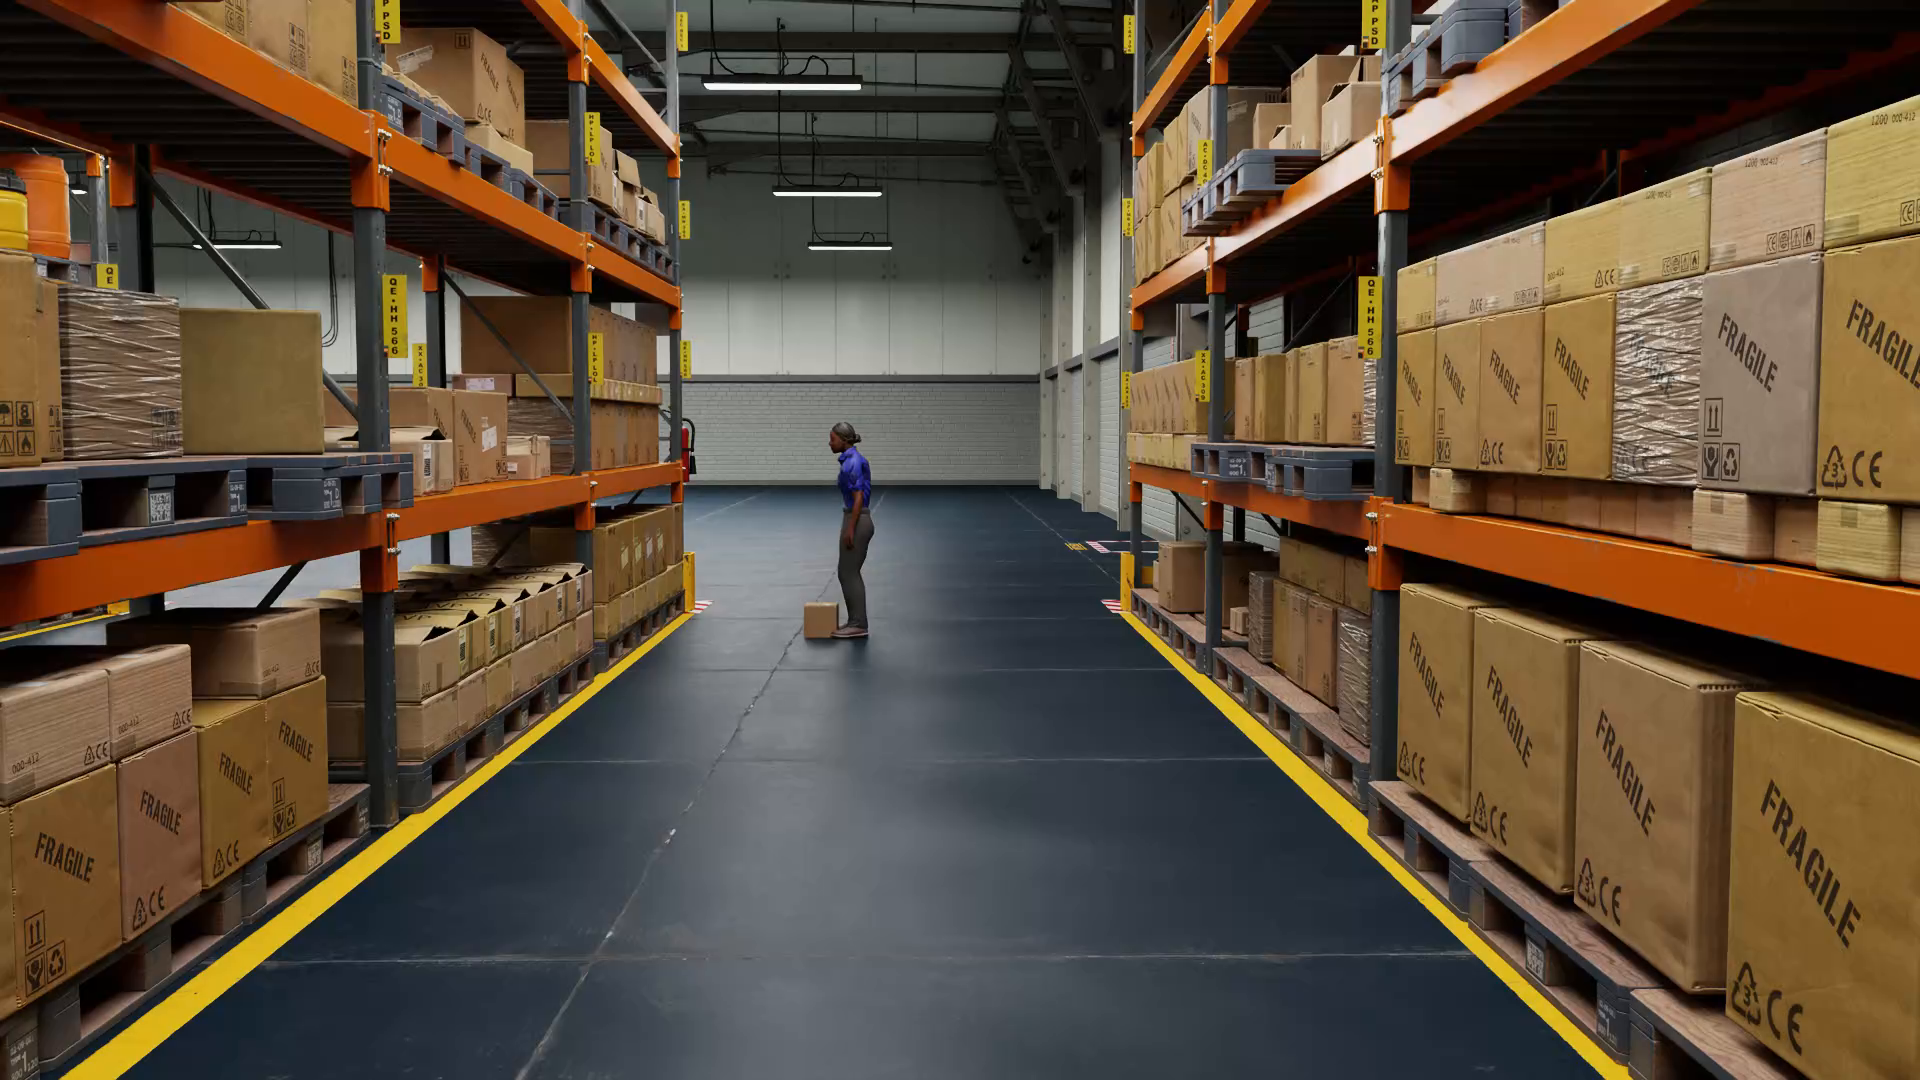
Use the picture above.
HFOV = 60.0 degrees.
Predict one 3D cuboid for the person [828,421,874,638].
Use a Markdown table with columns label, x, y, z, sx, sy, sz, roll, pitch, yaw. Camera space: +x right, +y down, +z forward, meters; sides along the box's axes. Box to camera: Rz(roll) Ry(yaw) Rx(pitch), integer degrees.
| label | x | y | z | sx | sy | sz | roll | pitch | yaw |
| --- | --- | --- | --- | --- | --- | --- | --- | --- | --- |
| person | -0.835 | -0.085 | 12.787 | 0.349 | 1.655 | 0.532 | 0 | 4 | -5 |
